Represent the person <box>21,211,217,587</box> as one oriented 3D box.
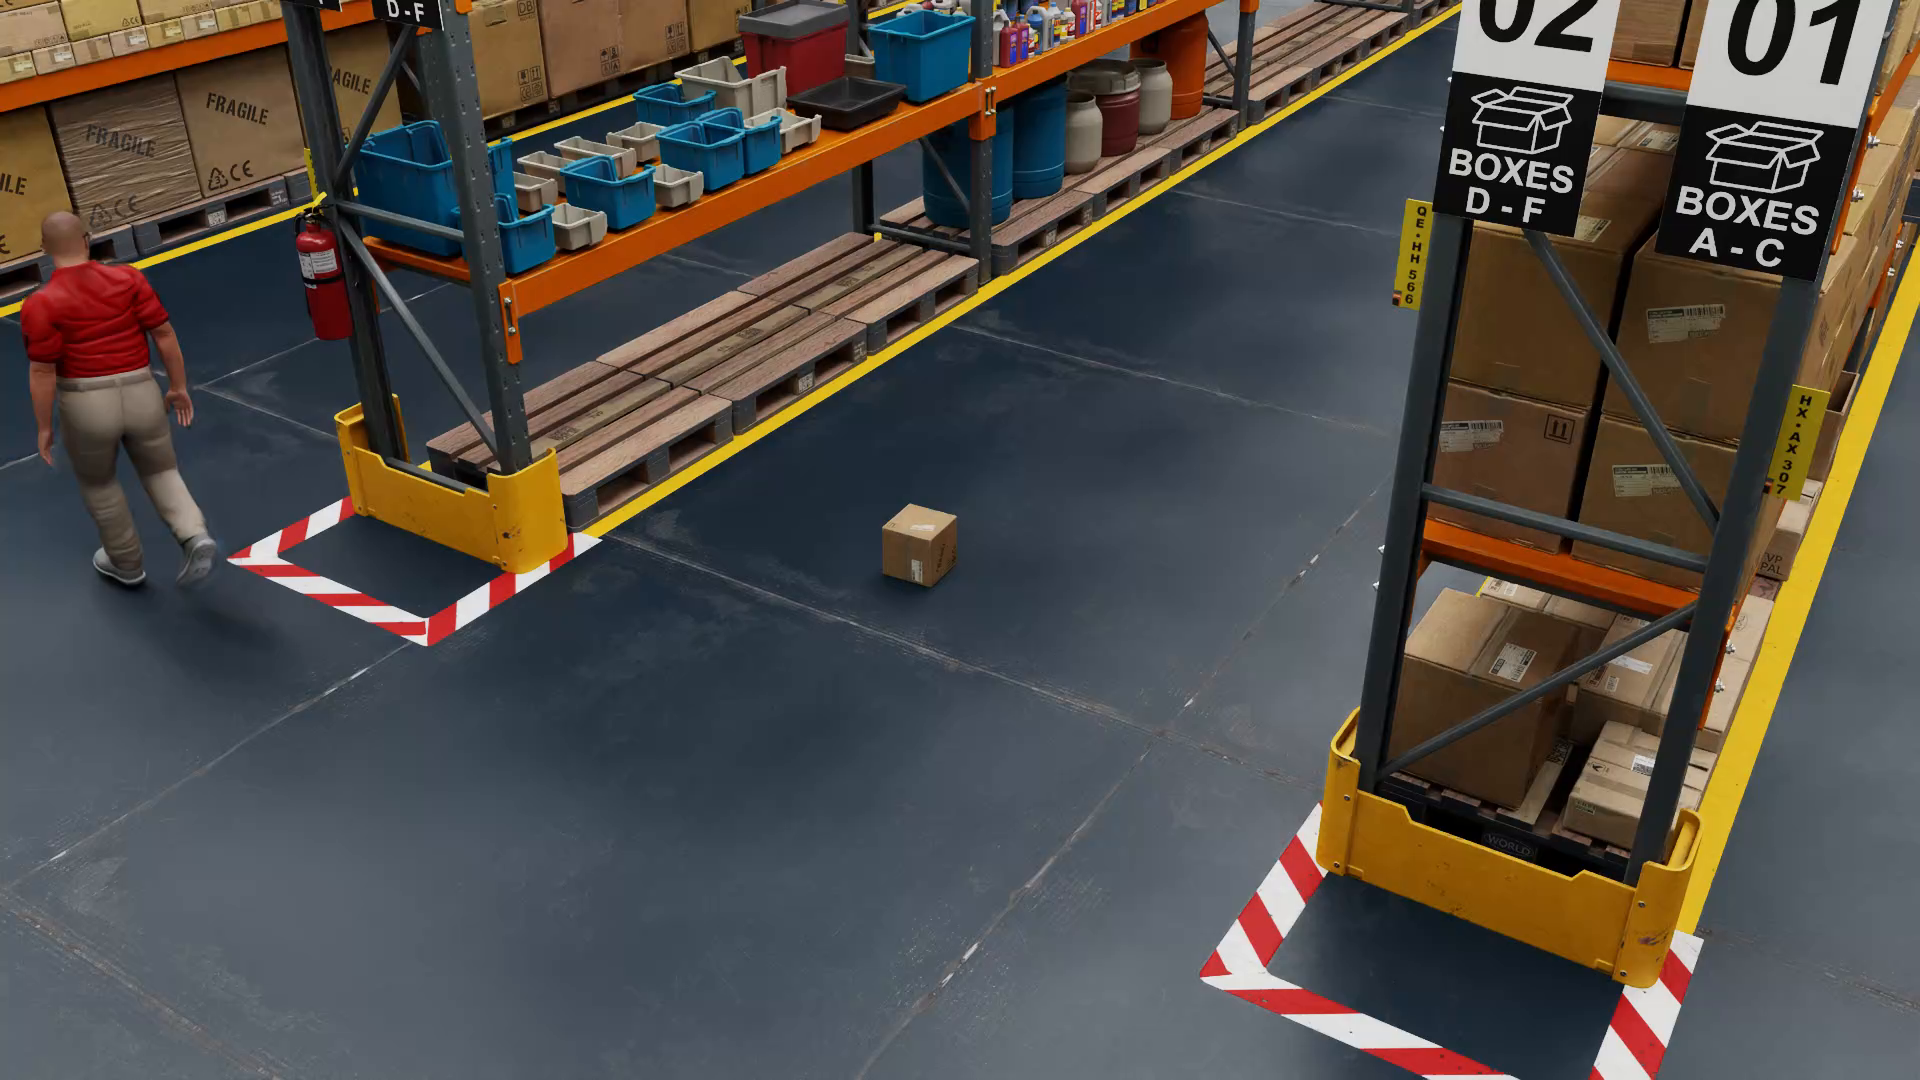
[{"bbox_3d":[-3.585,-0.550,7.067,0.749,1.692,0.632,26,39,37],"label":"person"}]
